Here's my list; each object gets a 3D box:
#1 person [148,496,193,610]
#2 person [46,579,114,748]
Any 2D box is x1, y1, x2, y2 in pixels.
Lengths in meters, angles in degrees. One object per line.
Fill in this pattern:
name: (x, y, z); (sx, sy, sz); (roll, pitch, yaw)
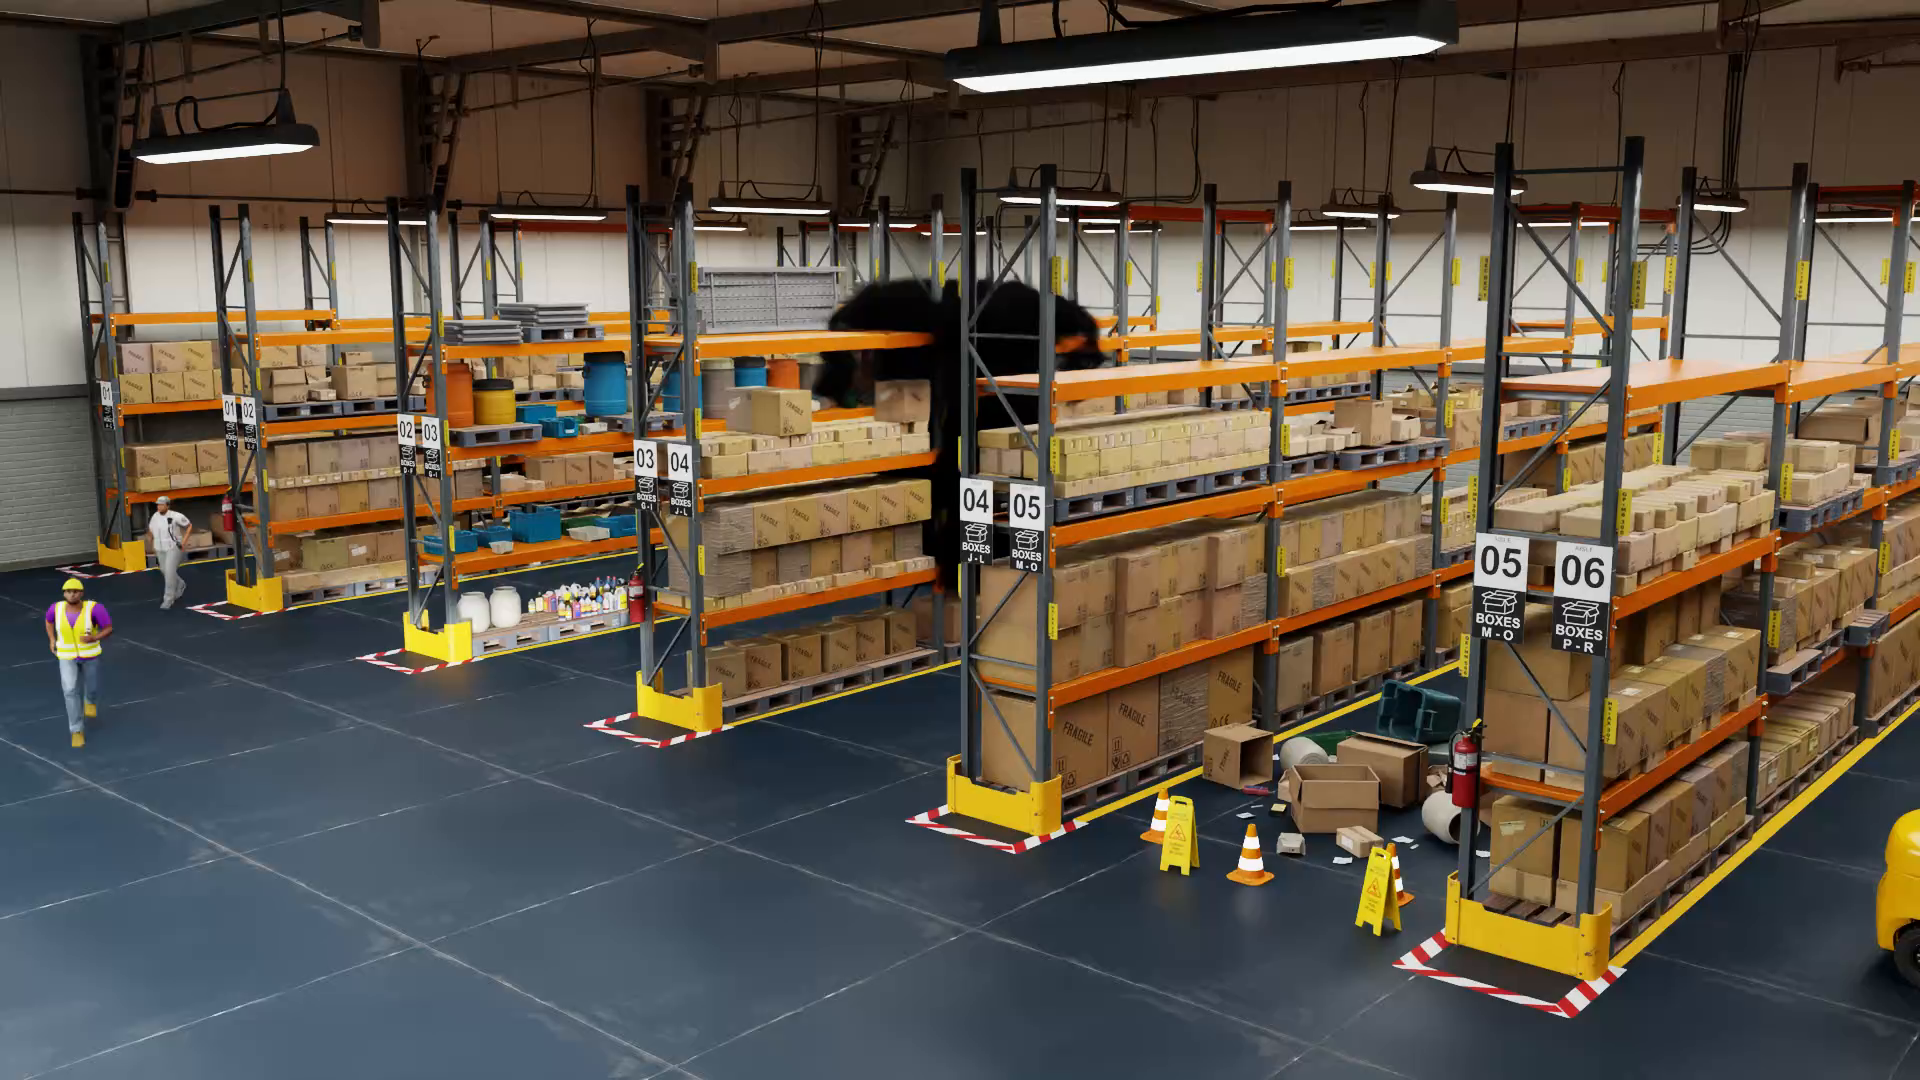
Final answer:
person: (-12.019, 0.162, 25.301); (0.625, 1.693, 0.832); (2, 10, 10)
person: (-9.645, 1.299, 18.274); (0.663, 1.816, 1.067); (-5, 11, -26)
